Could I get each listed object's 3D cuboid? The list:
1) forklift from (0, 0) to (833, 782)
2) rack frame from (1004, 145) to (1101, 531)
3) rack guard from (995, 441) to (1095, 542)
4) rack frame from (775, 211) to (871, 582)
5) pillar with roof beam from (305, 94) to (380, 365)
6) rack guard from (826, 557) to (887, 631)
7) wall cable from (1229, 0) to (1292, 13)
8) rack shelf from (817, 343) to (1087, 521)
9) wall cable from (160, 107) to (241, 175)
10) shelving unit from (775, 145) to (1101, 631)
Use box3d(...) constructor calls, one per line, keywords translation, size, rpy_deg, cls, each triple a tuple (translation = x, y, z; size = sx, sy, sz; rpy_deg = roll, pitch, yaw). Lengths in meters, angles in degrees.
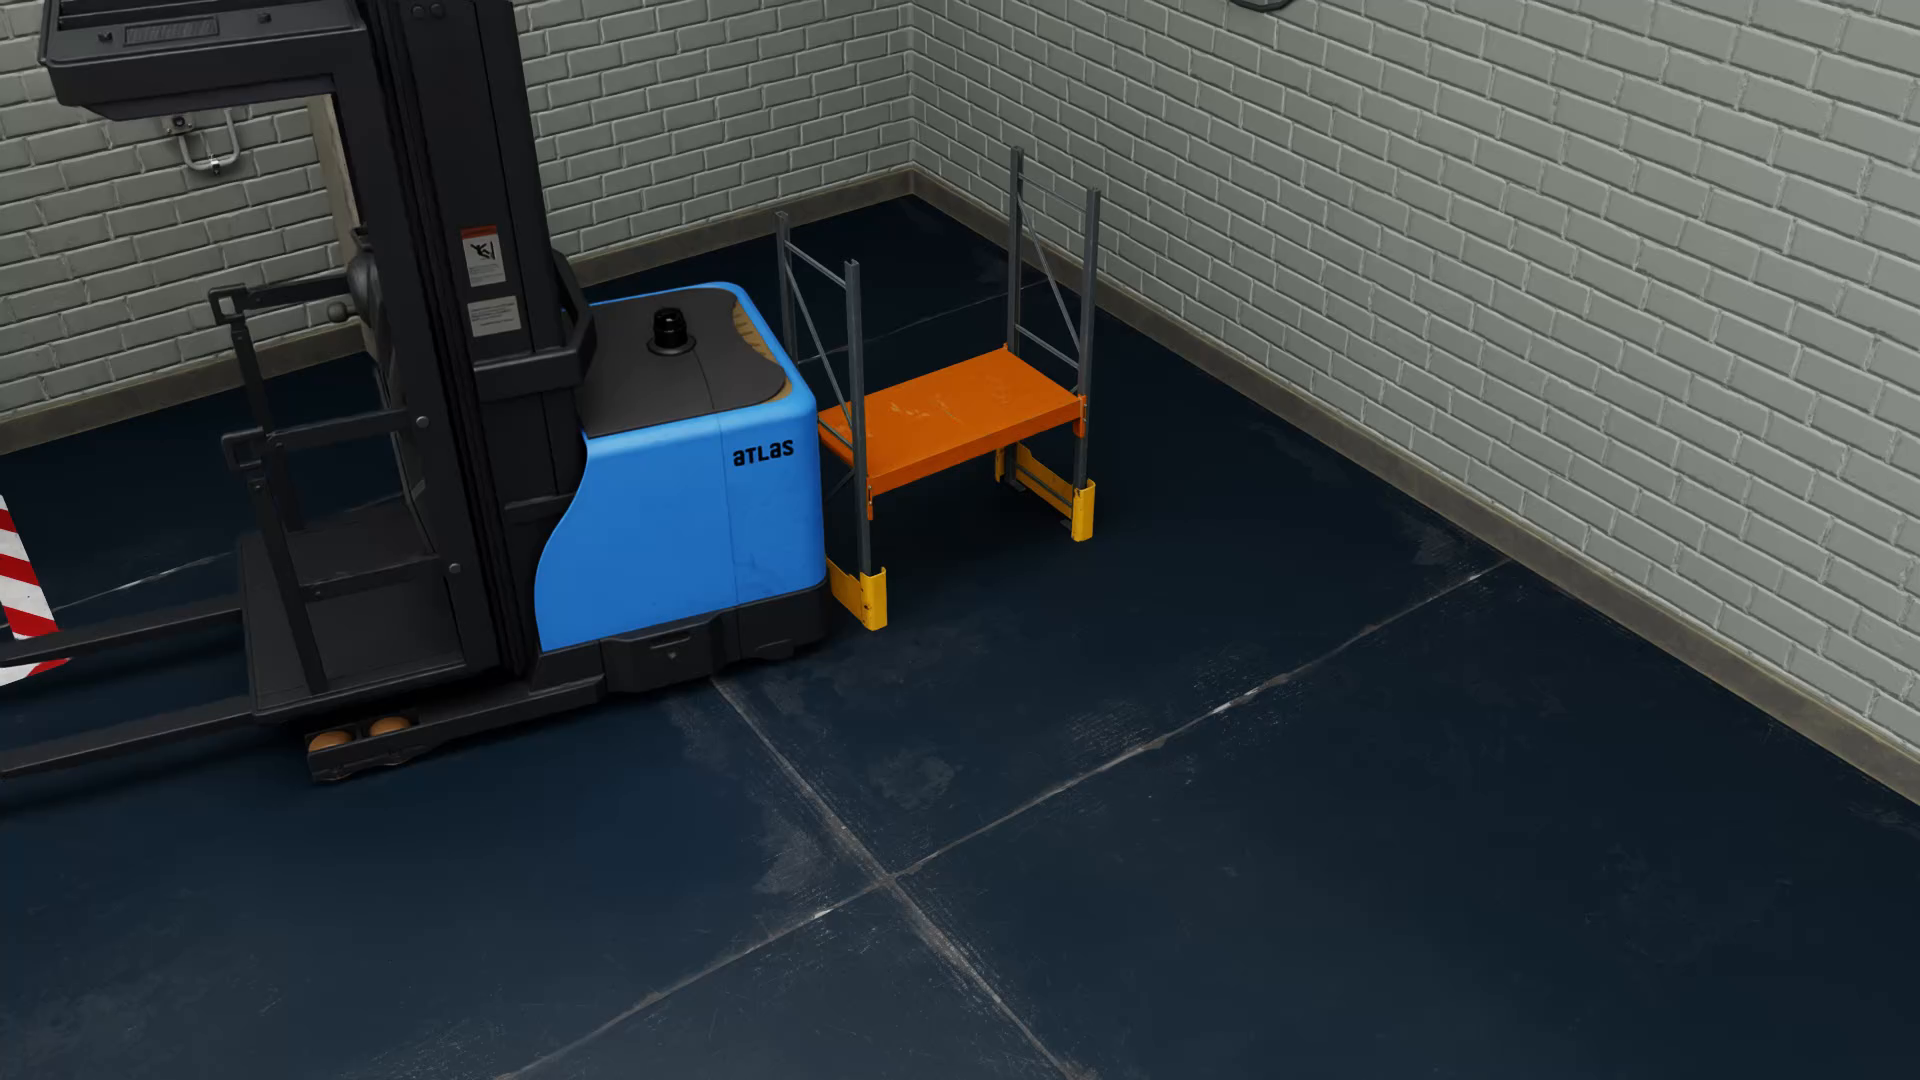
box3d(translation=(-2.040, -0.729, 5.254), size=(3.031, 2.935, 1.130), rpy_deg=(-13, 38, -18), cls="forklift")
box3d(translation=(0.346, -0.751, 6.510), size=(0.032, 1.500, 0.500), rpy_deg=(-22, 41, -28), cls="rack frame")
box3d(translation=(0.345, -0.243, 6.874), size=(0.087, 0.250, 0.587), rpy_deg=(-22, 41, -28), cls="rack guard")
box3d(translation=(-0.485, -0.409, 6.034), size=(0.032, 1.500, 0.500), rpy_deg=(-22, 41, -28), cls="rack frame")
box3d(translation=(-0.153, -2.525, 2.553), size=(0.400, 9.000, 9.100), rpy_deg=(-22, 41, -28), cls="pillar with roof beam")
box3d(translation=(-0.469, 0.092, 6.408), size=(0.087, 0.250, 0.587), rpy_deg=(-22, 41, -28), cls="rack guard")
box3d(translation=(0.487, -3.730, 6.888), size=(0.112, 2.526, 3.097), rpy_deg=(-22, 41, -28), cls="wall cable")
box3d(translation=(-0.070, -0.434, 6.377), size=(1.000, 0.185, 0.538), rpy_deg=(-22, 41, -28), cls="rack shelf")
box3d(translation=(-3.840, -2.117, 6.255), size=(1.851, 1.984, 0.084), rpy_deg=(-22, 41, -28), cls="wall cable")
box3d(translation=(-0.062, -0.583, 6.276), size=(1.083, 1.500, 0.587), rpy_deg=(-22, 41, -28), cls="shelving unit")
